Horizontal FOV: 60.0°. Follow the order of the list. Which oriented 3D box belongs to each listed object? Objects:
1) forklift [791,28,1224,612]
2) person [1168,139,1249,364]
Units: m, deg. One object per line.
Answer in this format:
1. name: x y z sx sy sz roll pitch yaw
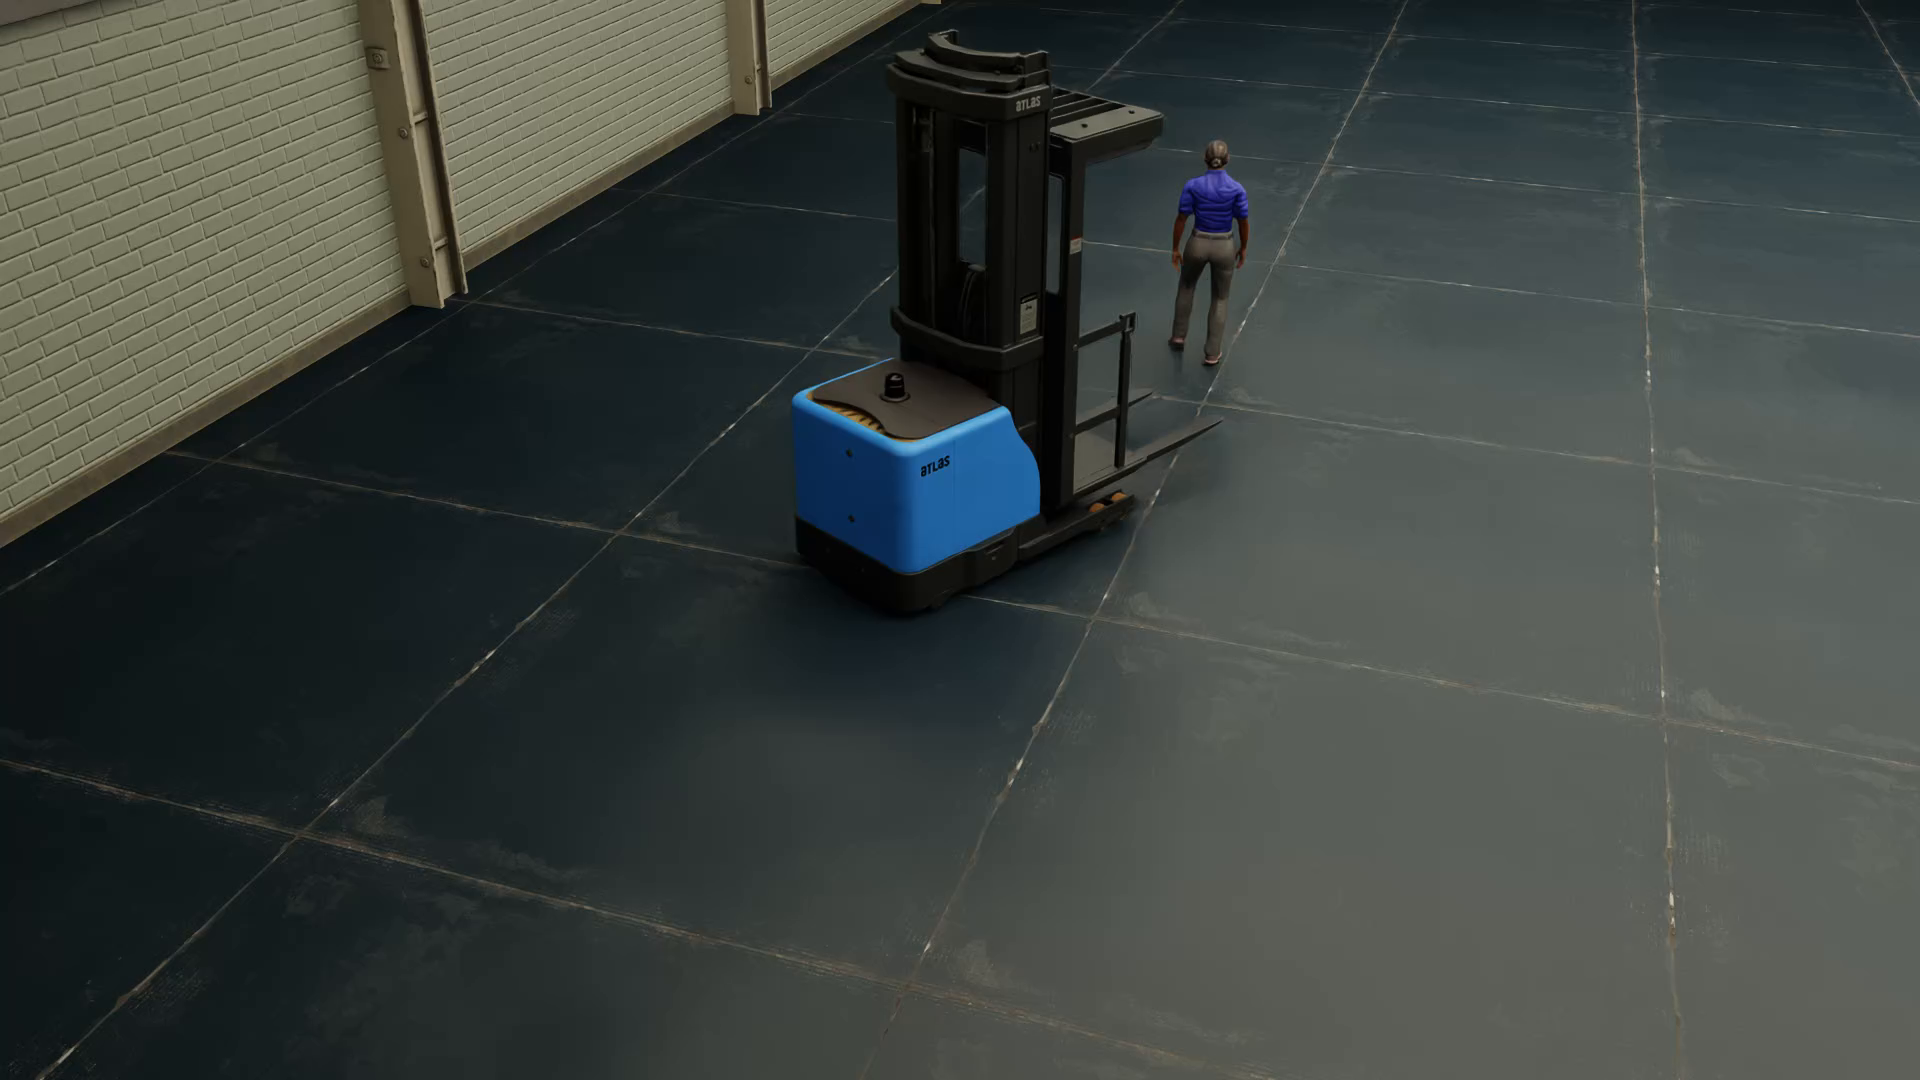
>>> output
1. forklift: 0.440 -1.496 9.761 3.031 2.935 1.130 -25 38 -37
2. person: 1.828 -2.110 12.211 0.559 1.704 0.513 6 30 11
